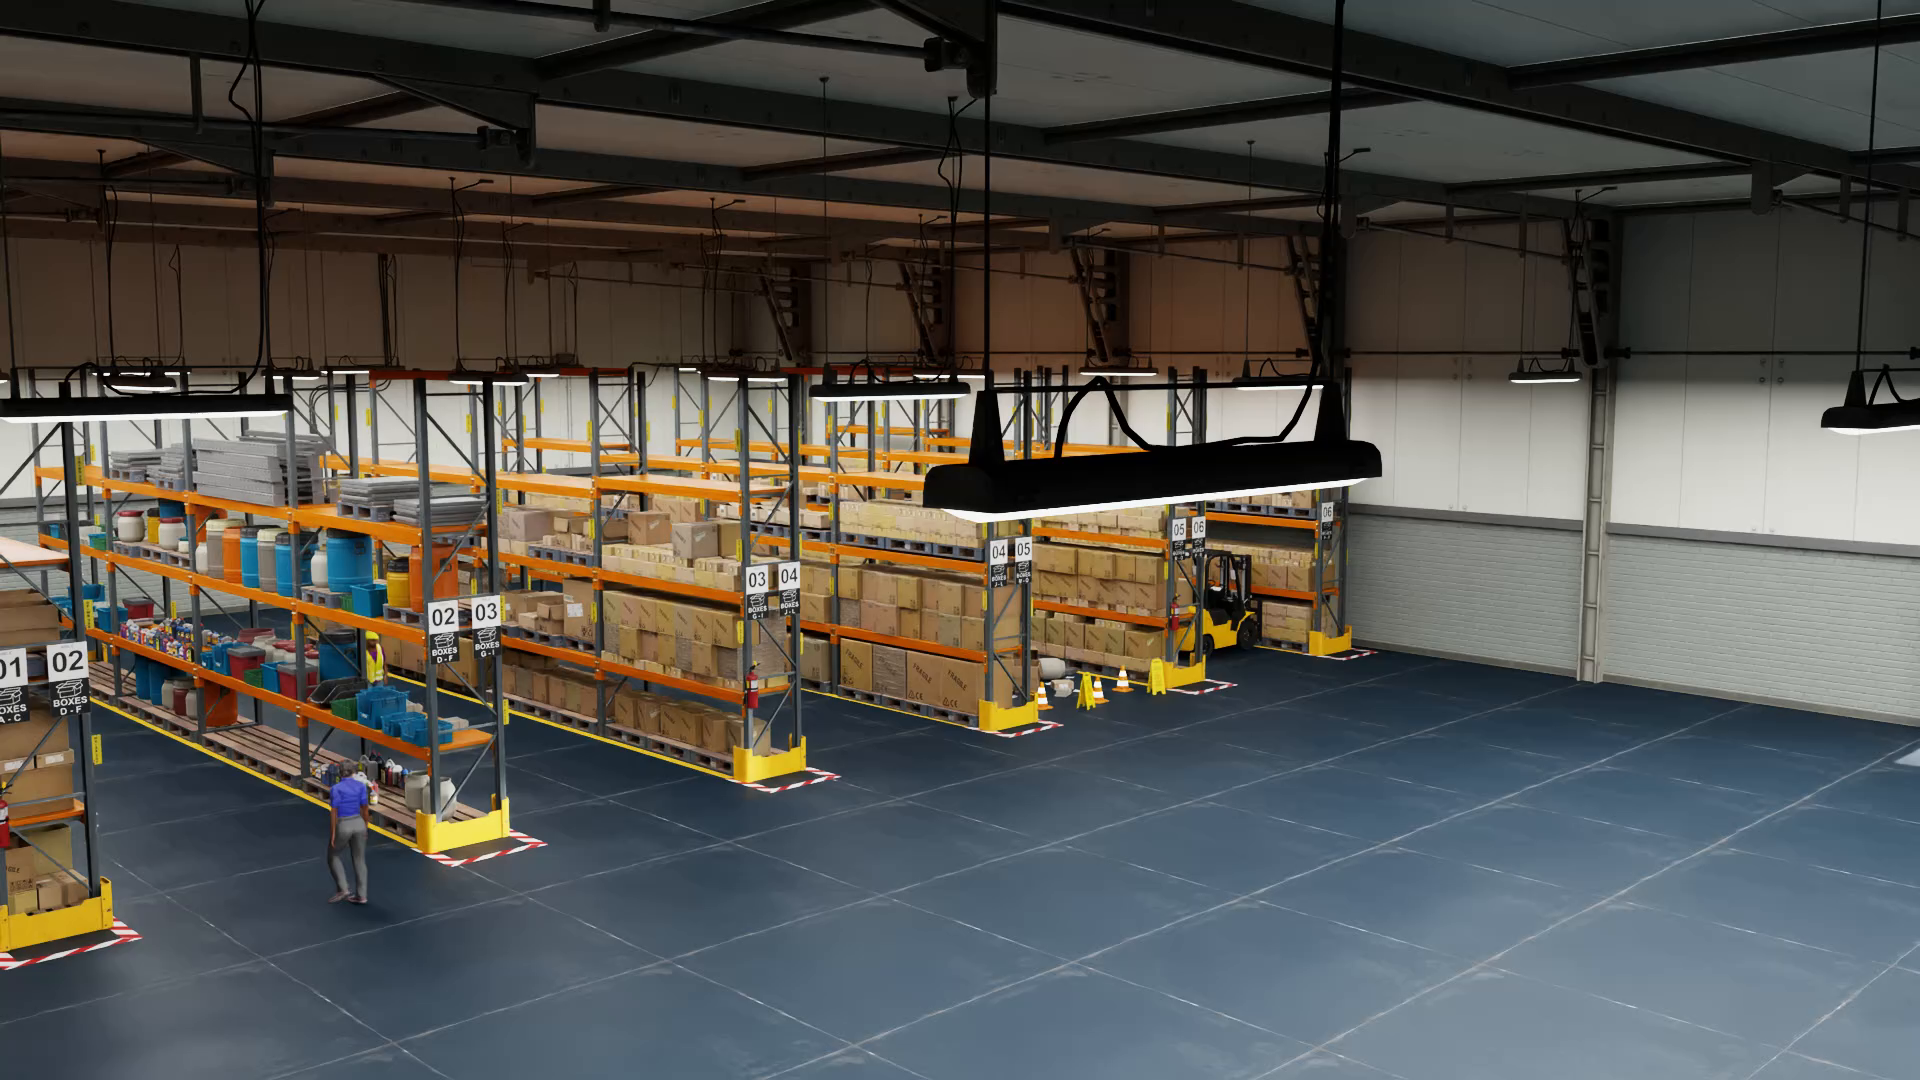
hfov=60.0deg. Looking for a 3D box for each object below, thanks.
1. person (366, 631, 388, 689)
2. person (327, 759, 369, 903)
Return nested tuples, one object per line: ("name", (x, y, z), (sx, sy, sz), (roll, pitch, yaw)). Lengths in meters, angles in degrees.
("person", (-9.878, 2.349, 27.716), (0.655, 1.745, 0.658), (5, 8, 37))
("person", (-7.025, 3.357, 19.127), (0.506, 1.660, 0.499), (6, 9, 41))
